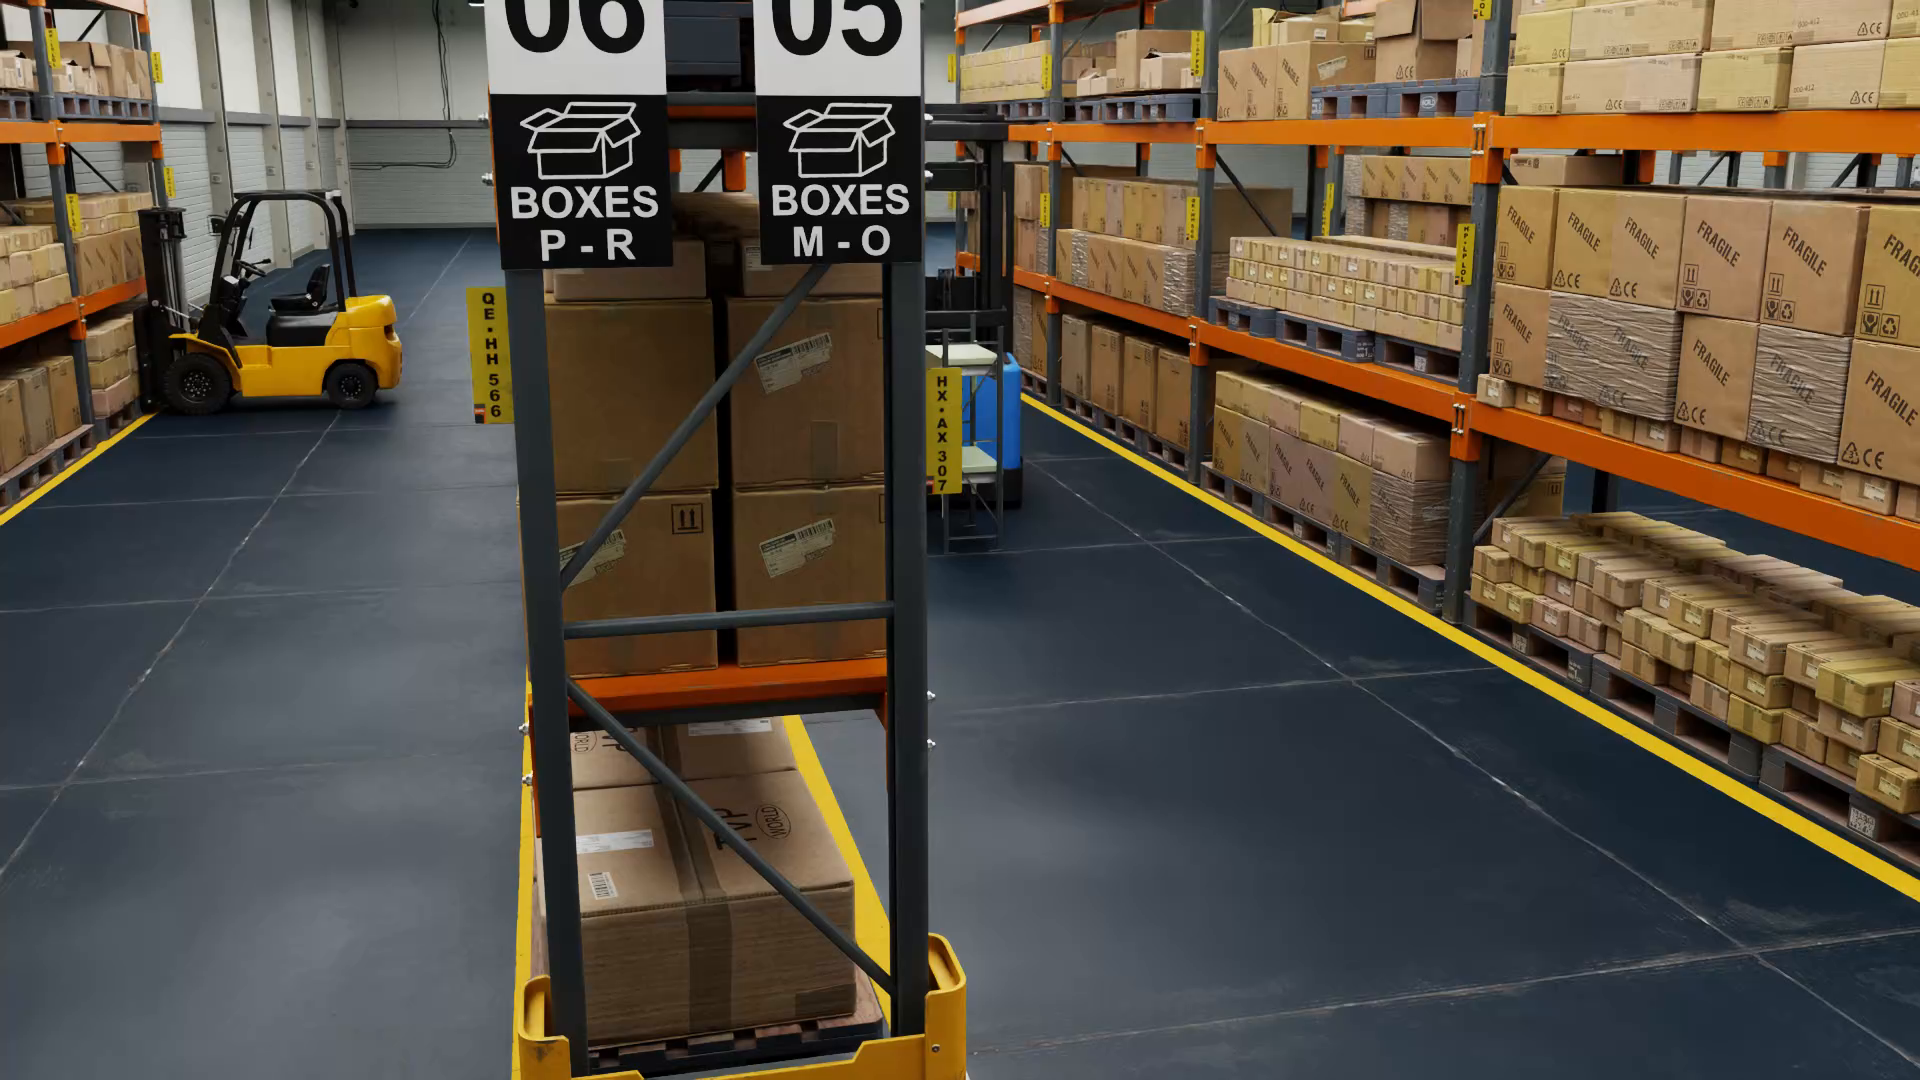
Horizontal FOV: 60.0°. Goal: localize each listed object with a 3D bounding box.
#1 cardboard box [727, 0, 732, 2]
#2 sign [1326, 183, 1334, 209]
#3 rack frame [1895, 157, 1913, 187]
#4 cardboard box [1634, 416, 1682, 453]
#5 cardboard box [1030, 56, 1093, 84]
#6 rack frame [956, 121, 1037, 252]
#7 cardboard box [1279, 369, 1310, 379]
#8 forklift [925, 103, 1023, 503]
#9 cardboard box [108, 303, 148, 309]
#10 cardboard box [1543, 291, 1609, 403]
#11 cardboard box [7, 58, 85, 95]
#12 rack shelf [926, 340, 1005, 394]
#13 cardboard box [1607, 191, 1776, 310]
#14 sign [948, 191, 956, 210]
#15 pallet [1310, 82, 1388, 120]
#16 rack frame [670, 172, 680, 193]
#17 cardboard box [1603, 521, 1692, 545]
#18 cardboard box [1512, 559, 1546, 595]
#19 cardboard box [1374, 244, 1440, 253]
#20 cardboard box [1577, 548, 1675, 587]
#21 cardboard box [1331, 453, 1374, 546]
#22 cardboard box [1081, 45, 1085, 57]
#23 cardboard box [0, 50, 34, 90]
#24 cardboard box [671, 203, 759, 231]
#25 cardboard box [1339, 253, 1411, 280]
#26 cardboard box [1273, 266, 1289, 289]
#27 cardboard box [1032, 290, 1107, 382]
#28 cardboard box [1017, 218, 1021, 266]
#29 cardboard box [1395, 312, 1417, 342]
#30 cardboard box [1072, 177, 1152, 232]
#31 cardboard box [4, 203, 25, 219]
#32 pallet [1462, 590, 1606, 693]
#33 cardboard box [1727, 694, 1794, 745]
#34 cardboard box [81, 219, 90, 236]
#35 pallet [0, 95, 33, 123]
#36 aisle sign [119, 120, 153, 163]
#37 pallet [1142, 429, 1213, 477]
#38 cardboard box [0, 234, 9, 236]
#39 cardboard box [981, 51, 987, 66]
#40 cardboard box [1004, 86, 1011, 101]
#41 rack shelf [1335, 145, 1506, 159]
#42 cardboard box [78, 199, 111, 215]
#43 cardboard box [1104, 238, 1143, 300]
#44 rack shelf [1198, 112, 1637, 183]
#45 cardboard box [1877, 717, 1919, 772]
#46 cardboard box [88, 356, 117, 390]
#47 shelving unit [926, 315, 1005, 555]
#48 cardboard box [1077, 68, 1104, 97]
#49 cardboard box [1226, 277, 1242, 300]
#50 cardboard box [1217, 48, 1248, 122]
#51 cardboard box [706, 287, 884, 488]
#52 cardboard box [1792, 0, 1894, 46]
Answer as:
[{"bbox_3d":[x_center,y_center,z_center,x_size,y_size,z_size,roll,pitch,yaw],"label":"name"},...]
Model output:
[{"bbox_3d":[-0.778,-1.525,4.248,0.500,0.250,0.500,-5,14,-18],"label":"cardboard box"},{"bbox_3d":[4.763,-4.423,21.386,0.100,0.325,0.005,-3,14,-13],"label":"sign"},{"bbox_3d":[11.044,-3.386,18.965,1.000,3.000,0.127,-3,14,-13],"label":"rack frame"},{"bbox_3d":[3.369,-0.504,7.700,0.380,0.149,0.250,-3,14,-11],"label":"cardboard box"},{"bbox_3d":[1.020,-4.737,16.770,0.500,0.250,0.500,-3,14,-14],"label":"cardboard box"},{"bbox_3d":[0.445,-3.779,20.576,1.000,3.000,0.127,-3,14,-13],"label":"rack frame"},{"bbox_3d":[2.740,-1.145,12.594,0.500,0.250,0.500,-4,14,-15],"label":"cardboard box"},{"bbox_3d":[-0.132,-1.994,13.414,1.130,2.935,3.031,-1,14,-3],"label":"forklift"},{"bbox_3d":[-8.629,-2.350,17.529,0.500,0.250,0.500,-3,14,-12],"label":"cardboard box"},{"bbox_3d":[3.258,-0.962,8.207,0.500,0.500,0.500,-3,14,-13],"label":"cardboard box"},{"bbox_3d":[-8.186,-4.152,14.872,0.500,0.311,0.500,-3,14,-12],"label":"cardboard box"},{"bbox_3d":[-0.002,-1.109,11.163,0.431,0.370,0.720,-3,14,-13],"label":"rack shelf"},{"bbox_3d":[3.358,-1.335,7.629,0.500,0.500,0.500,-3,14,-12],"label":"cardboard box"},{"bbox_3d":[-0.096,-4.209,20.343,0.100,0.325,0.005,-3,14,-13],"label":"sign"},{"bbox_3d":[2.976,-2.764,10.497,1.213,0.211,1.003,-3,14,-13],"label":"pallet"},{"bbox_3d":[-2.464,-1.635,11.797,1.000,3.000,0.127,-3,14,-13],"label":"rack frame"},{"bbox_3d":[3.699,0.005,8.954,0.380,0.149,0.250,-3,14,-12],"label":"cardboard box"},{"bbox_3d":[3.184,0.180,8.864,0.380,0.149,0.250,-3,14,-13],"label":"cardboard box"},{"bbox_3d":[3.121,-1.981,11.608,0.380,0.149,0.250,-3,14,-13],"label":"cardboard box"},{"bbox_3d":[3.341,0.153,8.348,0.380,0.149,0.250,-4,14,-15],"label":"cardboard box"},{"bbox_3d":[2.725,-0.276,10.618,0.500,0.500,0.500,-4,14,-15],"label":"cardboard box"},{"bbox_3d":[1.450,-5.110,17.457,0.380,0.149,0.250,-4,14,-14],"label":"cardboard box"},{"bbox_3d":[-7.820,-3.793,13.403,0.500,0.311,0.500,-4,14,-15],"label":"cardboard box"},{"bbox_3d":[-0.904,-1.209,6.373,0.380,0.149,0.250,-4,14,-14],"label":"cardboard box"},{"bbox_3d":[2.674,-1.764,10.720,0.380,0.149,0.250,-4,14,-16],"label":"cardboard box"},{"bbox_3d":[2.434,-1.856,11.719,0.380,0.149,0.250,-3,14,-13],"label":"cardboard box"},{"bbox_3d":[1.305,-2.177,17.611,0.875,0.875,0.875,-3,14,-12],"label":"cardboard box"},{"bbox_3d":[1.123,-3.271,18.178,0.875,0.550,0.550,-3,14,-13],"label":"cardboard box"},{"bbox_3d":[2.860,-1.291,10.036,0.380,0.149,0.250,-3,14,-13],"label":"cardboard box"},{"bbox_3d":[1.507,-3.277,16.201,0.700,0.500,0.500,-4,14,-14],"label":"cardboard box"},{"bbox_3d":[-8.690,-2.965,15.040,0.380,0.149,0.250,-3,14,-14],"label":"cardboard box"},{"bbox_3d":[3.456,0.497,8.950,1.003,0.211,1.213,-3,14,-13],"label":"pallet"},{"bbox_3d":[3.548,0.752,7.151,0.380,0.149,0.250,-4,14,-16],"label":"cardboard box"},{"bbox_3d":[-8.197,-2.850,15.194,0.380,0.149,0.250,-3,14,-13],"label":"cardboard box"},{"bbox_3d":[-8.007,-3.441,13.275,0.805,0.209,1.217,-4,14,-15],"label":"pallet"},{"bbox_3d":[-8.896,-4.497,18.036,0.394,0.787,0.004,-3,14,-13],"label":"aisle sign"},{"bbox_3d":[2.212,-0.765,14.115,1.003,0.211,1.213,-3,14,-13],"label":"pallet"},{"bbox_3d":[-7.602,-2.284,12.878,0.380,0.149,0.250,-3,14,-13],"label":"cardboard box"},{"bbox_3d":[0.452,-5.425,18.746,0.380,0.149,0.250,-4,14,-14],"label":"cardboard box"},{"bbox_3d":[0.688,-4.804,17.885,0.380,0.149,0.250,-3,14,-14],"label":"cardboard box"},{"bbox_3d":[5.760,-4.679,19.453,1.077,0.370,4.000,-3,14,-13],"label":"rack shelf"},{"bbox_3d":[-8.469,-3.227,16.112,0.380,0.149,0.250,-3,14,-13],"label":"cardboard box"},{"bbox_3d":[1.600,-2.420,14.800,0.500,0.500,0.500,-3,14,-12],"label":"cardboard box"},{"bbox_3d":[2.794,-2.580,10.863,1.077,0.370,4.000,-3,14,-13],"label":"rack shelf"},{"bbox_3d":[3.793,0.779,6.413,0.380,0.149,0.250,-4,14,-14],"label":"cardboard box"},{"bbox_3d":[-8.041,-1.520,15.183,0.500,0.250,0.500,-3,14,-13],"label":"cardboard box"},{"bbox_3d":[-0.002,-0.730,11.255,0.431,1.500,0.755,-3,14,-13],"label":"shelving unit"},{"bbox_3d":[1.284,-4.348,15.770,0.258,0.266,0.396,-4,14,-14],"label":"cardboard box"},{"bbox_3d":[2.233,-1.901,12.533,0.380,0.149,0.250,-3,14,-14],"label":"cardboard box"},{"bbox_3d":[2.200,-3.293,12.054,0.500,0.500,0.500,-3,14,-13],"label":"cardboard box"},{"bbox_3d":[-0.421,-0.450,4.631,0.500,0.500,0.500,-4,14,-14],"label":"cardboard box"},{"bbox_3d":[3.609,-2.044,6.414,0.500,0.250,0.500,-3,14,-12],"label":"cardboard box"}]
